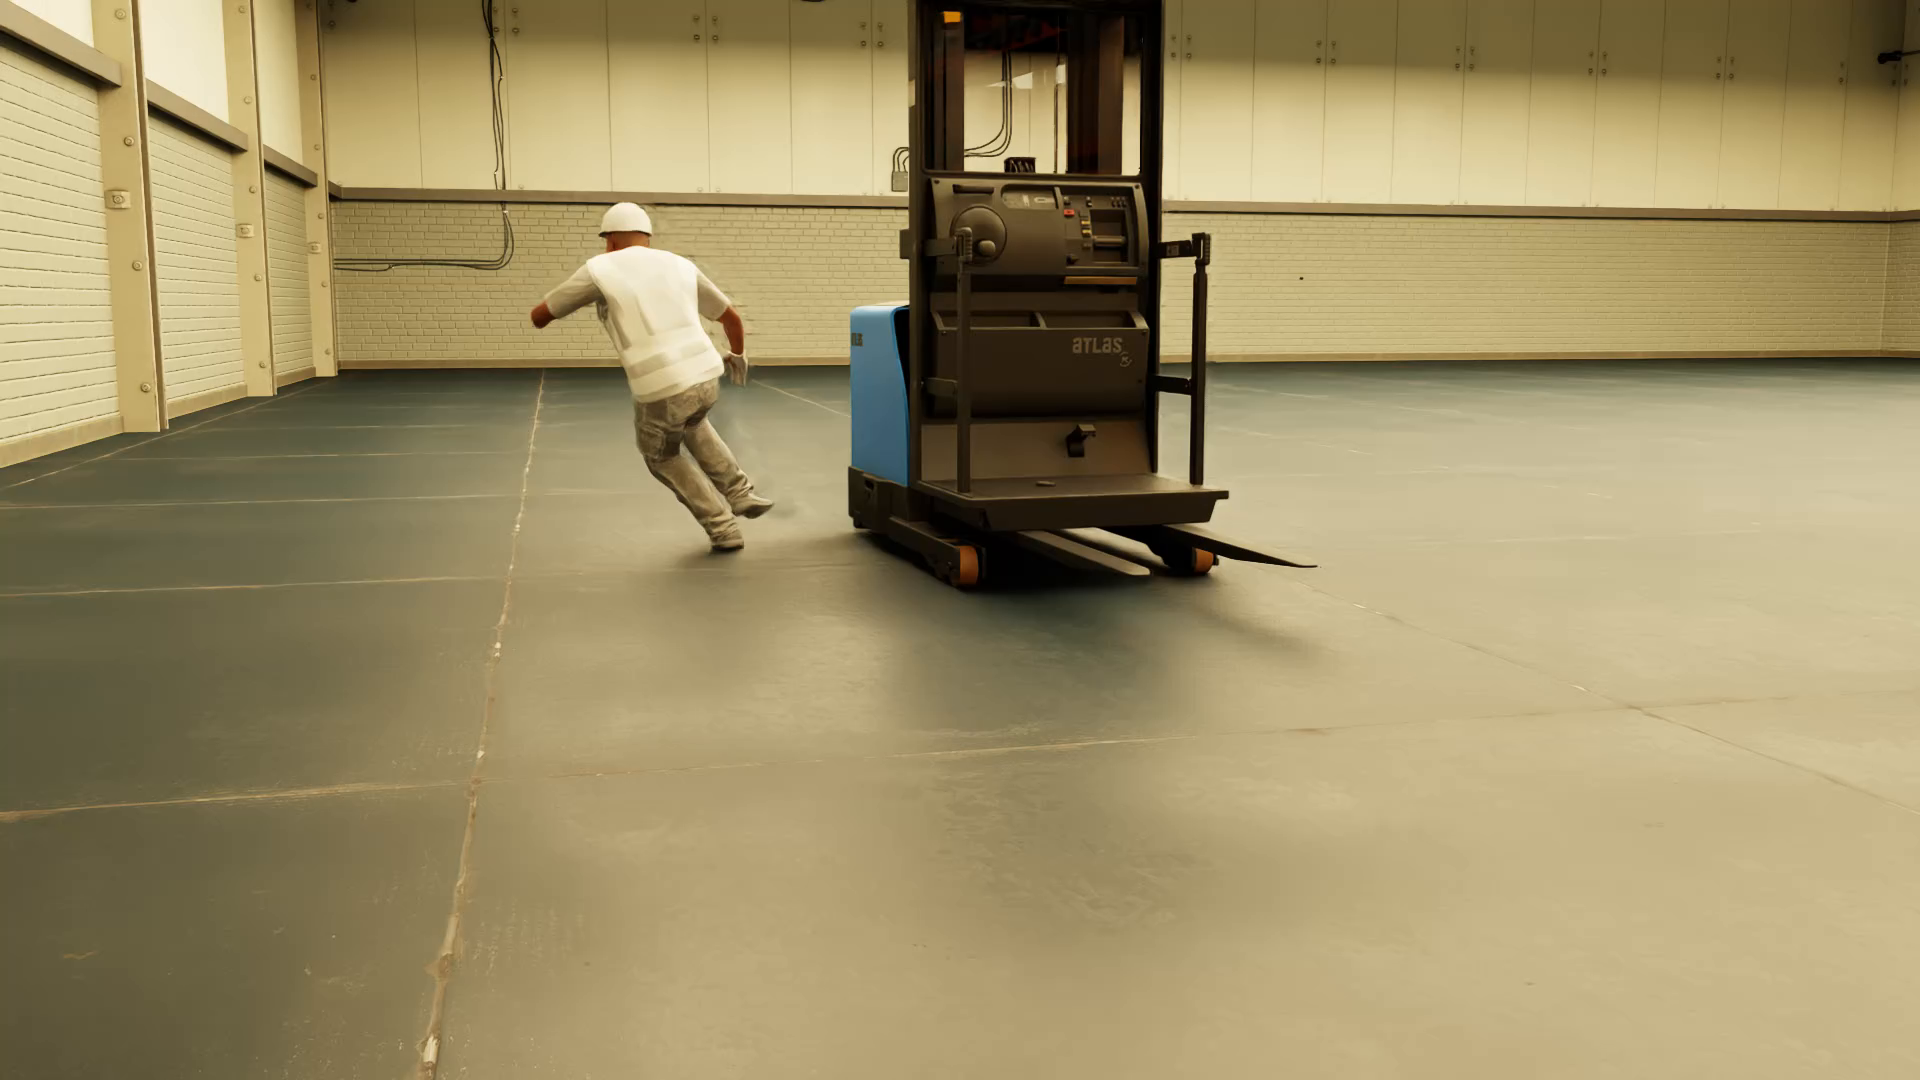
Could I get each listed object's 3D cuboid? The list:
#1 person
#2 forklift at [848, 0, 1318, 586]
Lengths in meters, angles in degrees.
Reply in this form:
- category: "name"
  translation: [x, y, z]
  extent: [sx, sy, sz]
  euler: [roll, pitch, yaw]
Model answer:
- category: "person"
  translation: [-1.340, -0.722, 7.409]
  extent: [1.085, 1.530, 0.946]
  euler: [-8, 11, -43]
- category: "forklift"
  translation: [0.401, -1.333, 6.655]
  extent: [1.130, 2.935, 3.031]
  euler: [-3, 8, -18]
